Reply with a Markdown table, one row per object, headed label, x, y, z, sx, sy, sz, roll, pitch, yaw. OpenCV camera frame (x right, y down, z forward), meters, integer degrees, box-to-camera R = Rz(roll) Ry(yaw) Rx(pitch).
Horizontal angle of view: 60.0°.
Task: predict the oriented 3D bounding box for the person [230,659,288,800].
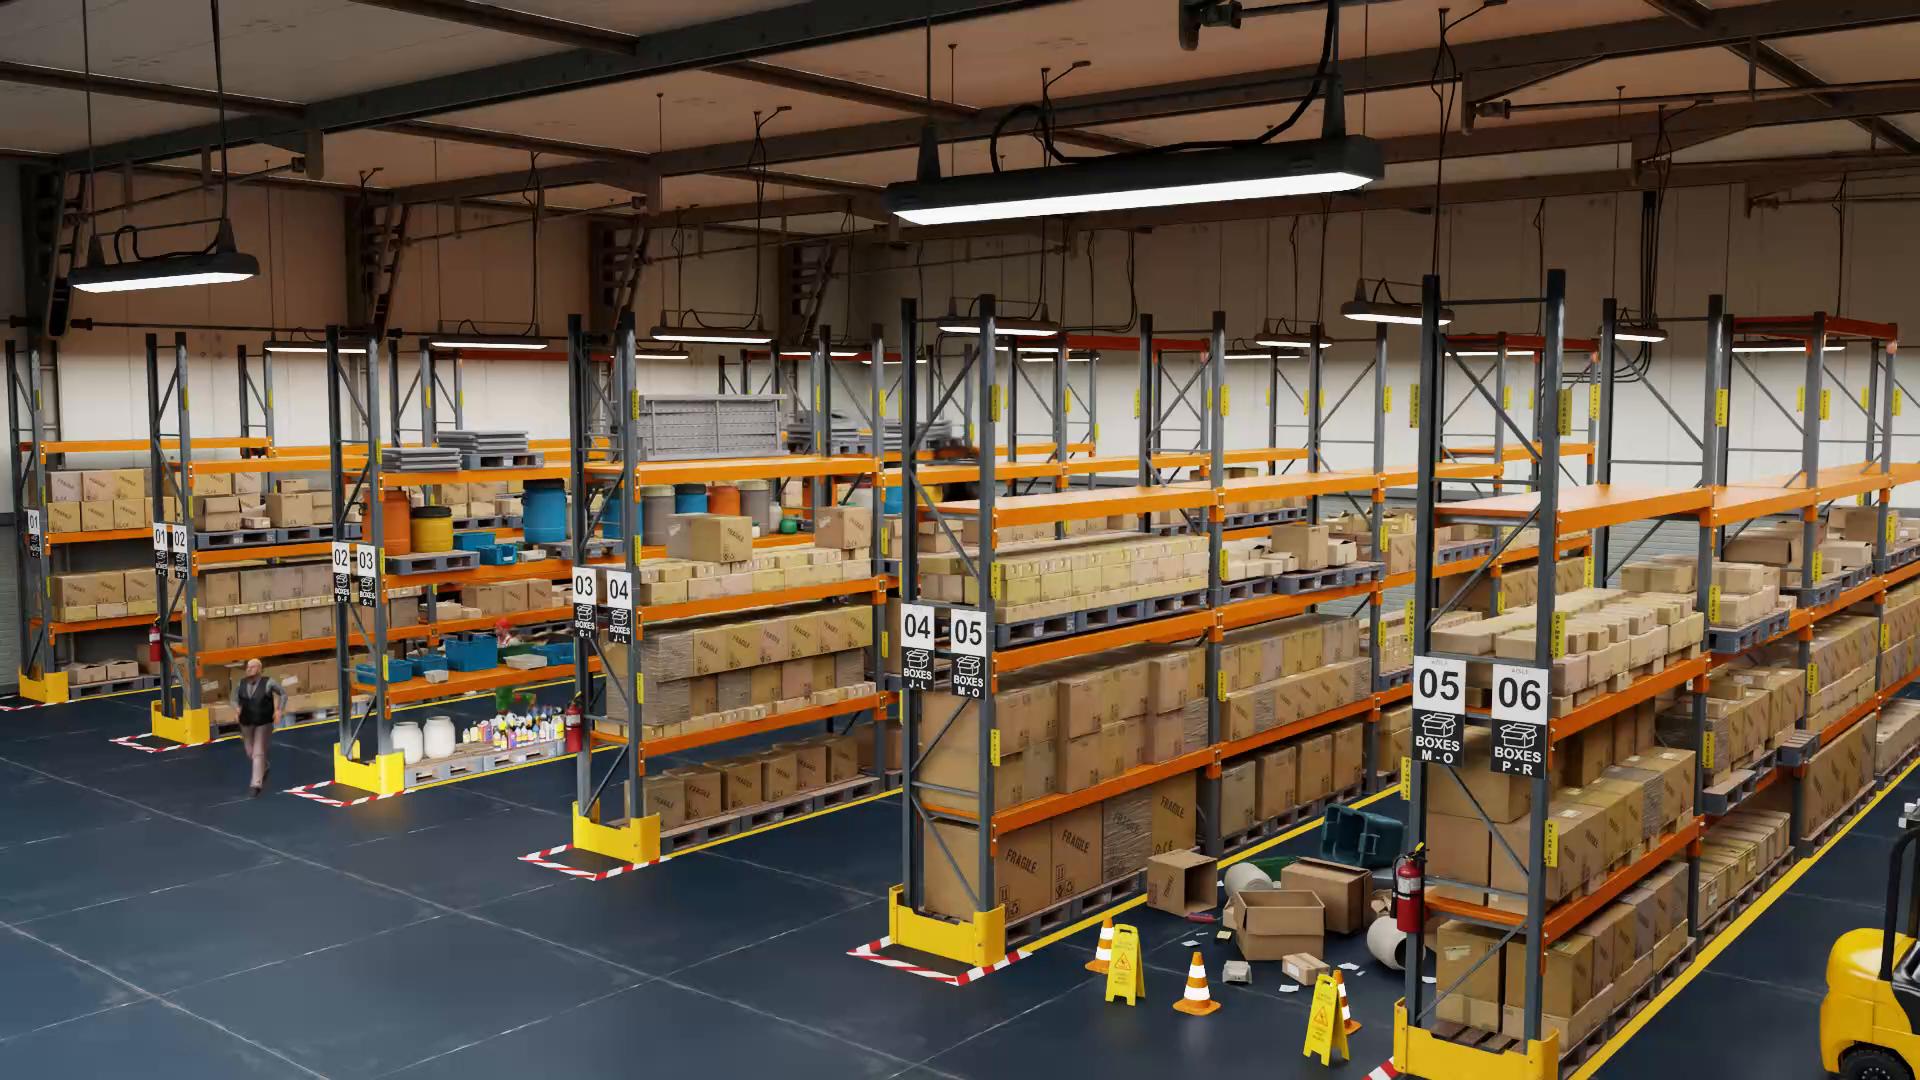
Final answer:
| label | x | y | z | sx | sy | sz | roll | pitch | yaw |
| --- | --- | --- | --- | --- | --- | --- | --- | --- | --- |
| person | -9.012 | 2.381 | 21.347 | 0.678 | 1.738 | 0.861 | 0 | 5 | 2 |

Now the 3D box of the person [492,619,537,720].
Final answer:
| label | x | y | z | sx | sy | sz | roll | pitch | yaw |
| --- | --- | --- | --- | --- | --- | --- | --- | --- | --- |
| person | -6.799 | 2.046 | 25.292 | 0.816 | 1.756 | 0.672 | -5 | 7 | -43 |
